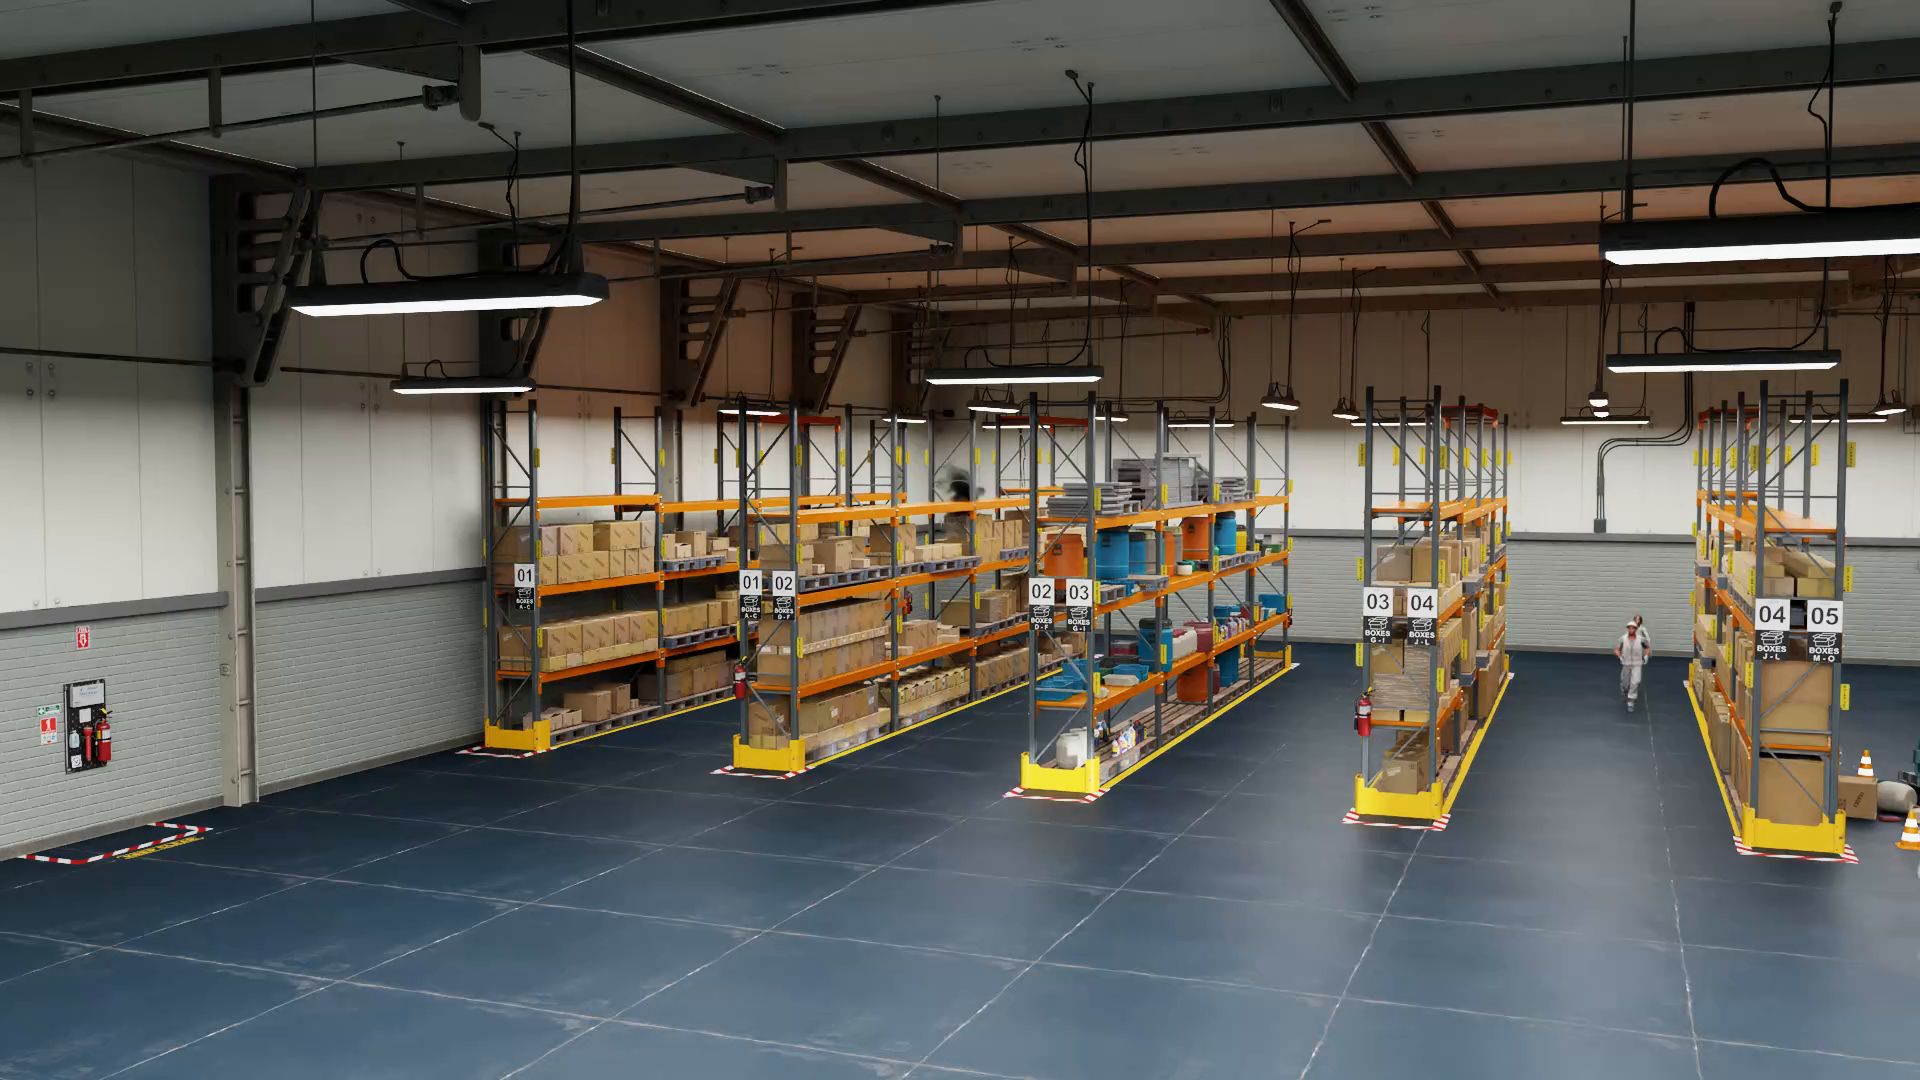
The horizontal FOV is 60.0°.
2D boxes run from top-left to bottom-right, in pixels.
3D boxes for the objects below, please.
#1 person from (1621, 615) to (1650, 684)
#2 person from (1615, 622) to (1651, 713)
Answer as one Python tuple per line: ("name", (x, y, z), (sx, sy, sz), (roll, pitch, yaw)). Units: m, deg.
("person", (14.986, 2.421, 36.865), (0.594, 1.542, 0.510), (2, 4, 40))
("person", (13.339, 2.501, 32.987), (0.664, 1.779, 0.874), (1, 3, 24))
